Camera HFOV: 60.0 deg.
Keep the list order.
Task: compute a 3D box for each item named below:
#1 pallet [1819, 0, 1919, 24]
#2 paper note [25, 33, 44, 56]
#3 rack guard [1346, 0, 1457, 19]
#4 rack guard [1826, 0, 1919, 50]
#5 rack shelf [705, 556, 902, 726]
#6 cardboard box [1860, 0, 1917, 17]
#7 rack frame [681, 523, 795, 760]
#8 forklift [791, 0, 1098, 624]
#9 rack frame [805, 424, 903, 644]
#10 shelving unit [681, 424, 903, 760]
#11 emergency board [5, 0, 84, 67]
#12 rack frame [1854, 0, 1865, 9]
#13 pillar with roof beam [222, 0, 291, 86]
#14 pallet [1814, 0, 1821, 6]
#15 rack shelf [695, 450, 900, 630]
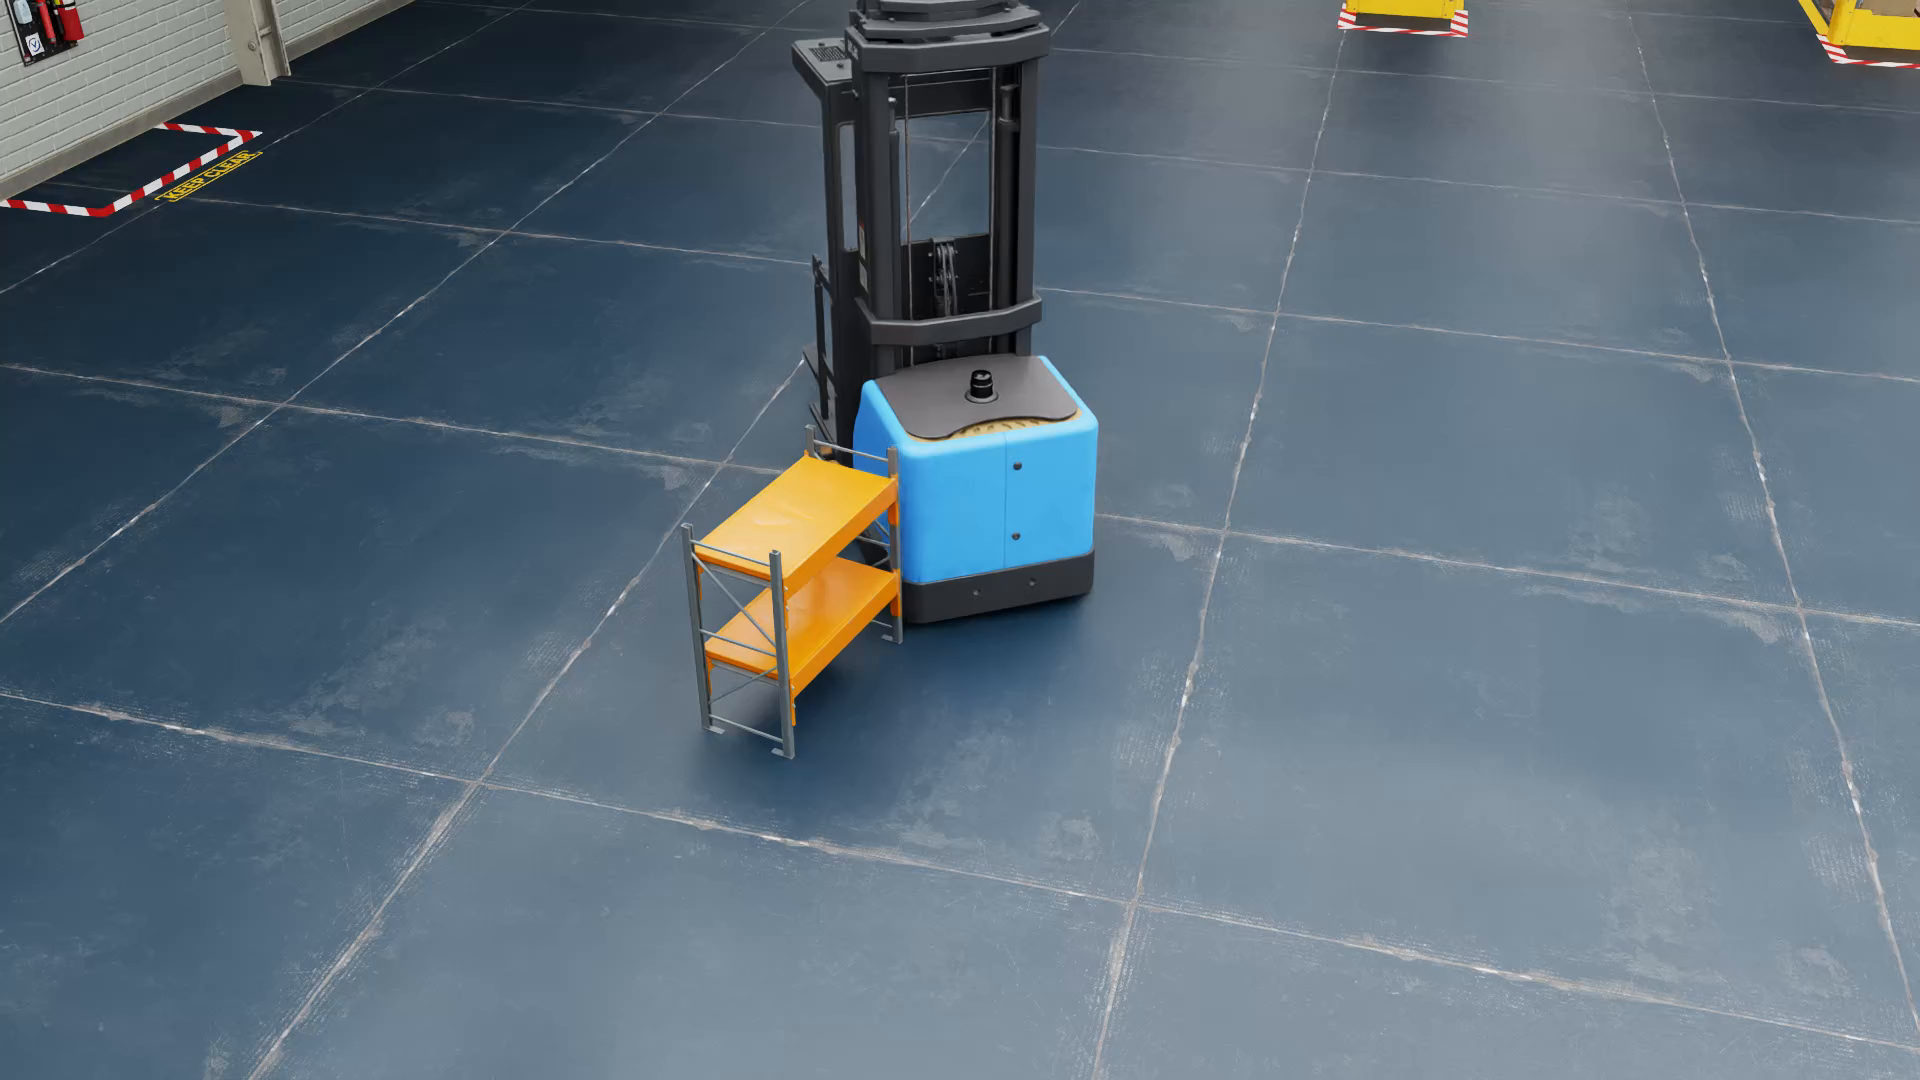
[{"bbox_3d":[9.969,-5.704,18.026,1.003,0.211,1.213,8,33,12],"label":"pallet"},{"bbox_3d":[-7.621,-4.084,13.700,0.016,0.148,0.142,8,33,12],"label":"paper note"},{"bbox_3d":[4.893,-6.090,18.364,1.175,0.500,0.348,8,33,12],"label":"rack guard"},{"bbox_3d":[9.729,-5.410,17.293,1.175,0.500,0.348,8,33,12],"label":"rack guard"},{"bbox_3d":[-0.754,0.433,7.976,0.538,0.278,1.000,16,36,23],"label":"rack shelf"},{"bbox_3d":[9.884,-5.869,17.625,0.500,0.500,0.500,14,35,21],"label":"cardboard box"},{"bbox_3d":[-0.990,0.468,7.465,0.500,1.125,0.032,16,36,23],"label":"rack frame"},{"bbox_3d":[-0.237,-1.596,9.028,1.130,2.935,3.031,-10,34,-15],"label":"forklift"},{"bbox_3d":[-0.518,-0.015,8.225,0.500,1.125,0.032,16,36,23],"label":"rack frame"},{"bbox_3d":[-0.754,0.226,7.845,0.538,1.125,1.048,16,36,23],"label":"shelving unit"},{"bbox_3d":[-7.510,-4.538,13.593,0.194,1.169,0.643,8,33,12],"label":"emergency board"},{"bbox_3d":[9.710,-6.425,16.561,1.000,3.000,0.127,8,33,12],"label":"rack frame"},{"bbox_3d":[-2.681,-7.761,13.071,9.100,9.000,0.400,8,33,12],"label":"pillar with roof beam"},{"bbox_3d":[10.281,-6.336,19.019,1.003,0.211,1.213,8,33,12],"label":"pallet"},{"bbox_3d":[-0.754,-0.021,7.688,0.538,0.278,1.000,16,36,23],"label":"rack shelf"}]
